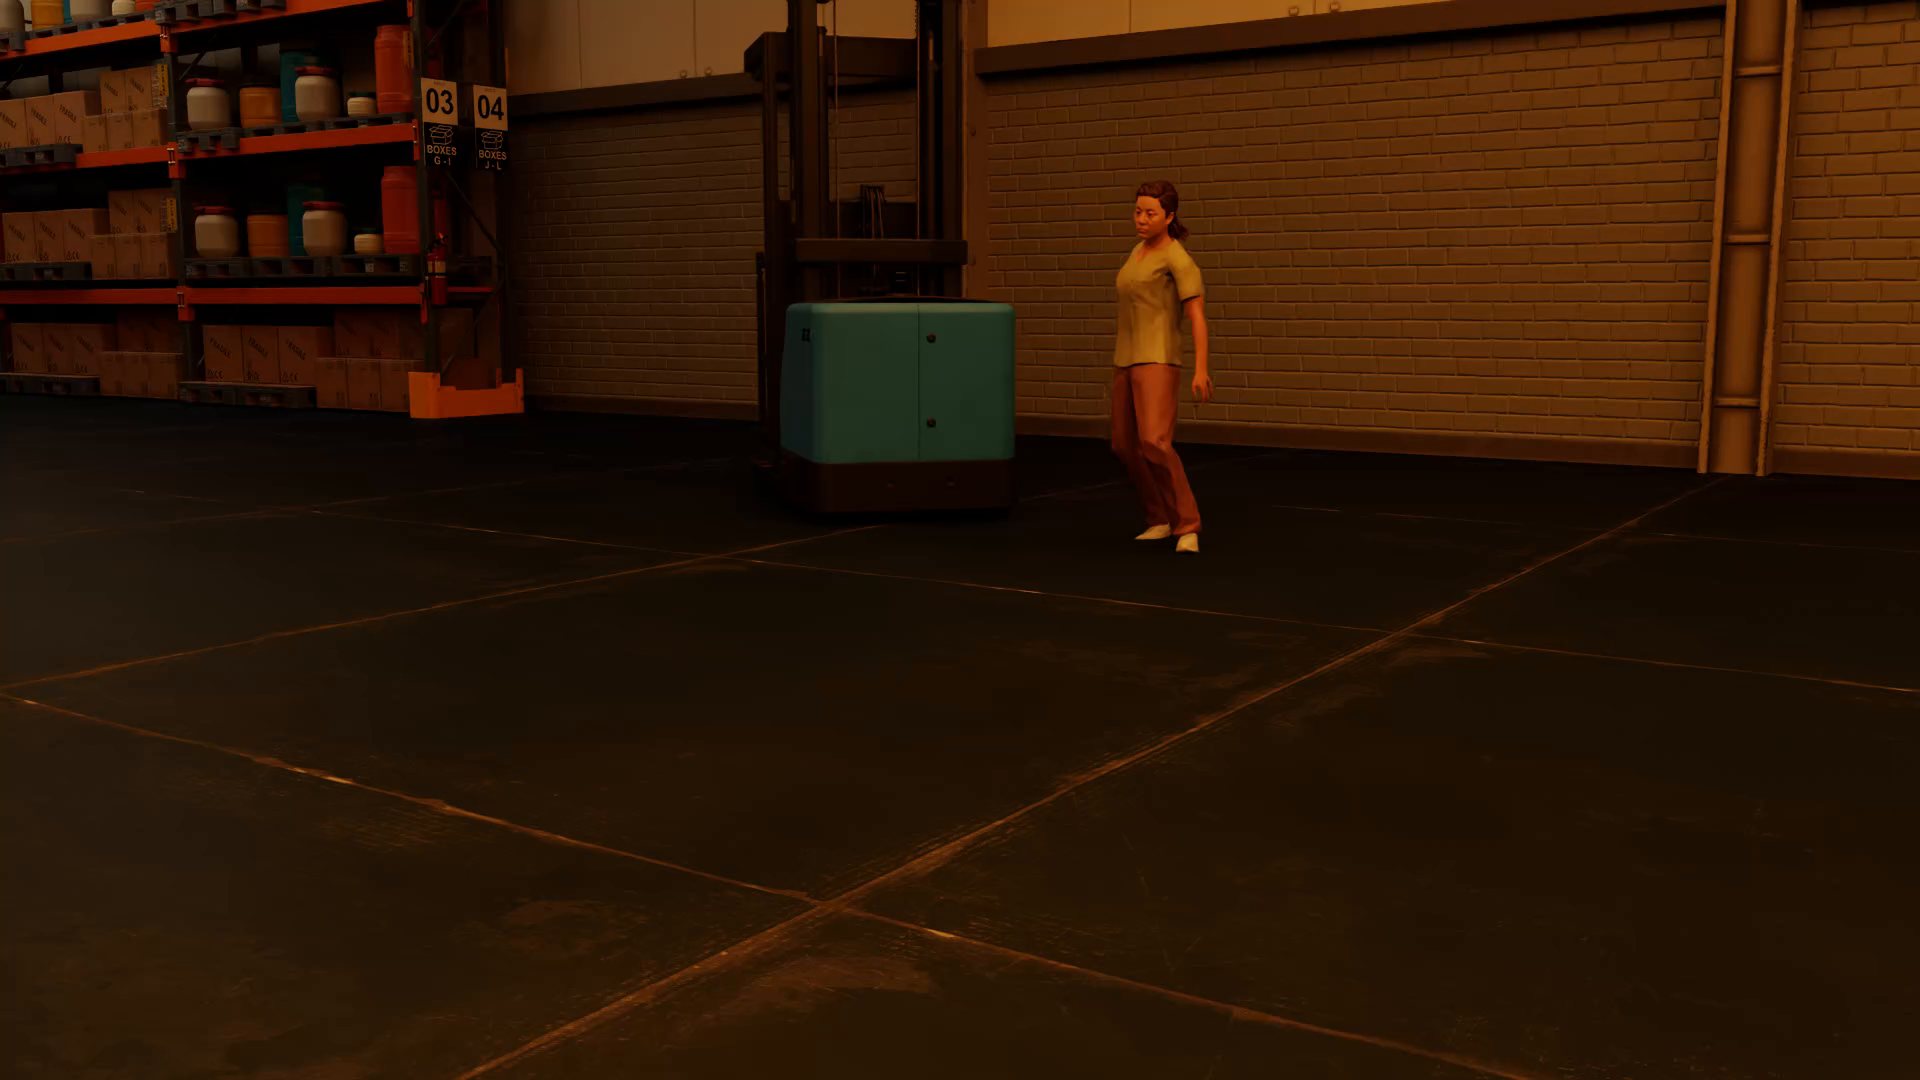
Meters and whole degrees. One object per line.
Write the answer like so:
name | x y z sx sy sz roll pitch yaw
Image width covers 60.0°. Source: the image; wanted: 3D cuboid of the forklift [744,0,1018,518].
forklift | -0.596 -1.730 9.360 1.130 2.935 3.031 -2 8 -15

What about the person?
person | 0.910 -0.689 7.421 0.456 1.328 0.575 -3 9 -23
